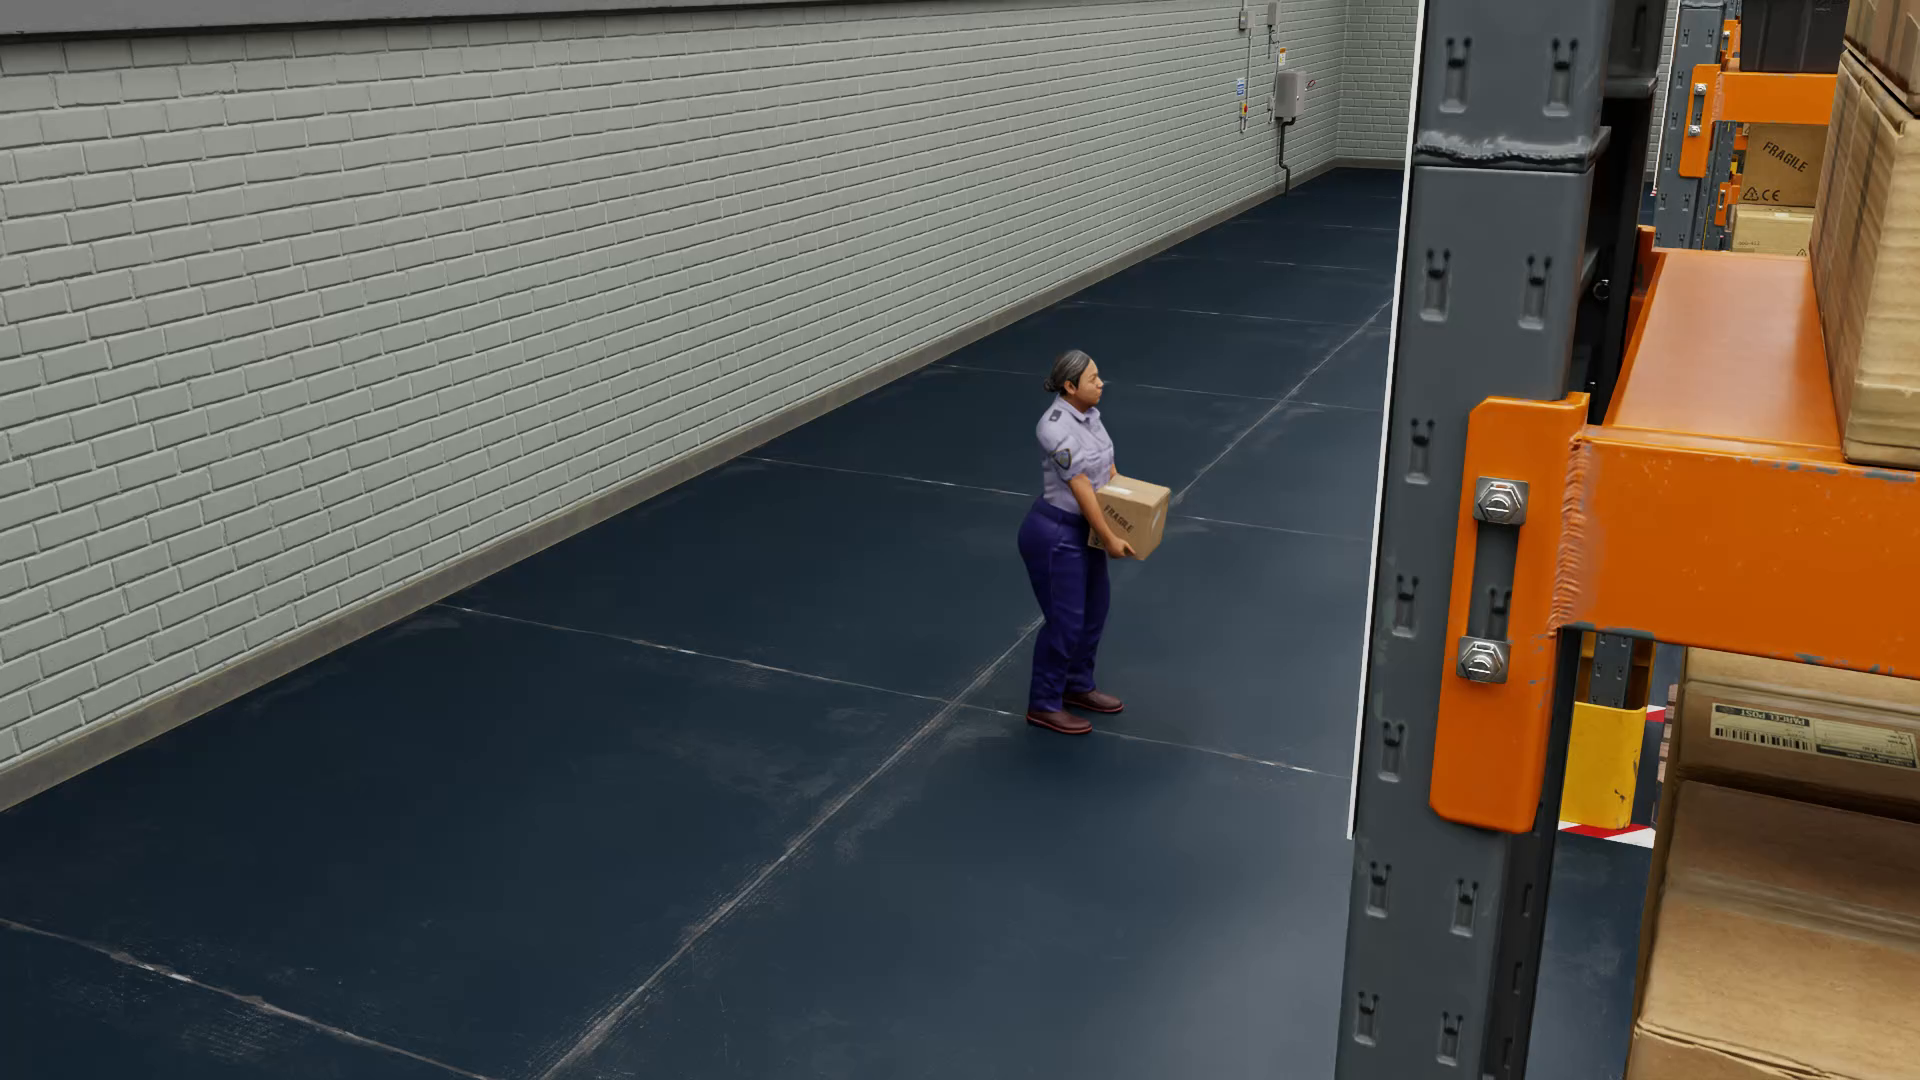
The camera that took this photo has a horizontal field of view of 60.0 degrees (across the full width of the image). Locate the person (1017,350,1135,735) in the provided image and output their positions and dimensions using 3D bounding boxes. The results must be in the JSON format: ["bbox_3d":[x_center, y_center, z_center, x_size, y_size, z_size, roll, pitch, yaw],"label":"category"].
[{"bbox_3d":[0.537,0.004,7.094,0.528,1.647,0.435,8,21,22],"label":"person"}]
